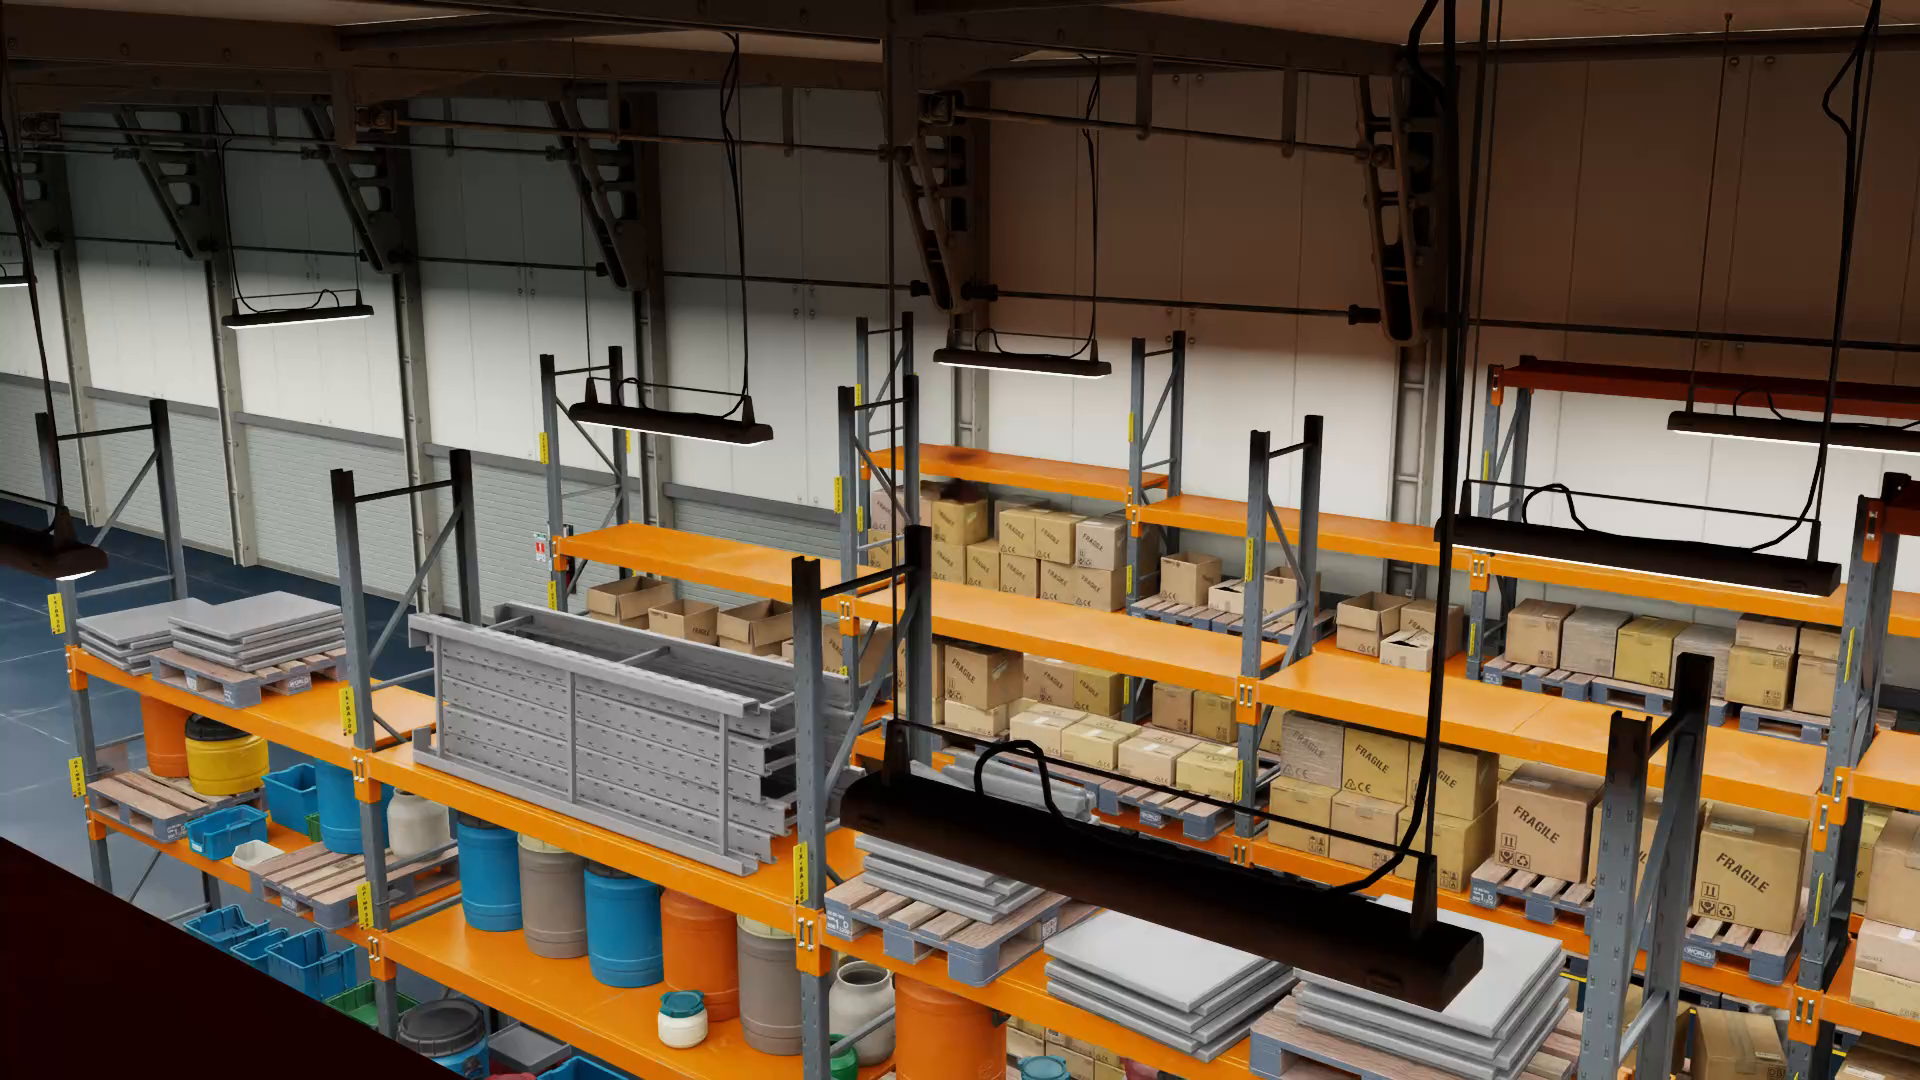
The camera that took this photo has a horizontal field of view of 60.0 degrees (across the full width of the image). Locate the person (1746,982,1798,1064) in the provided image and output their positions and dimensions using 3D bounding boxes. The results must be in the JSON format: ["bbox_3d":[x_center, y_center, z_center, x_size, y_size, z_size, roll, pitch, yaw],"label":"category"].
[{"bbox_3d":[6.951,4.004,14.178,0.956,1.737,0.553,6,14,25],"label":"person"}]
